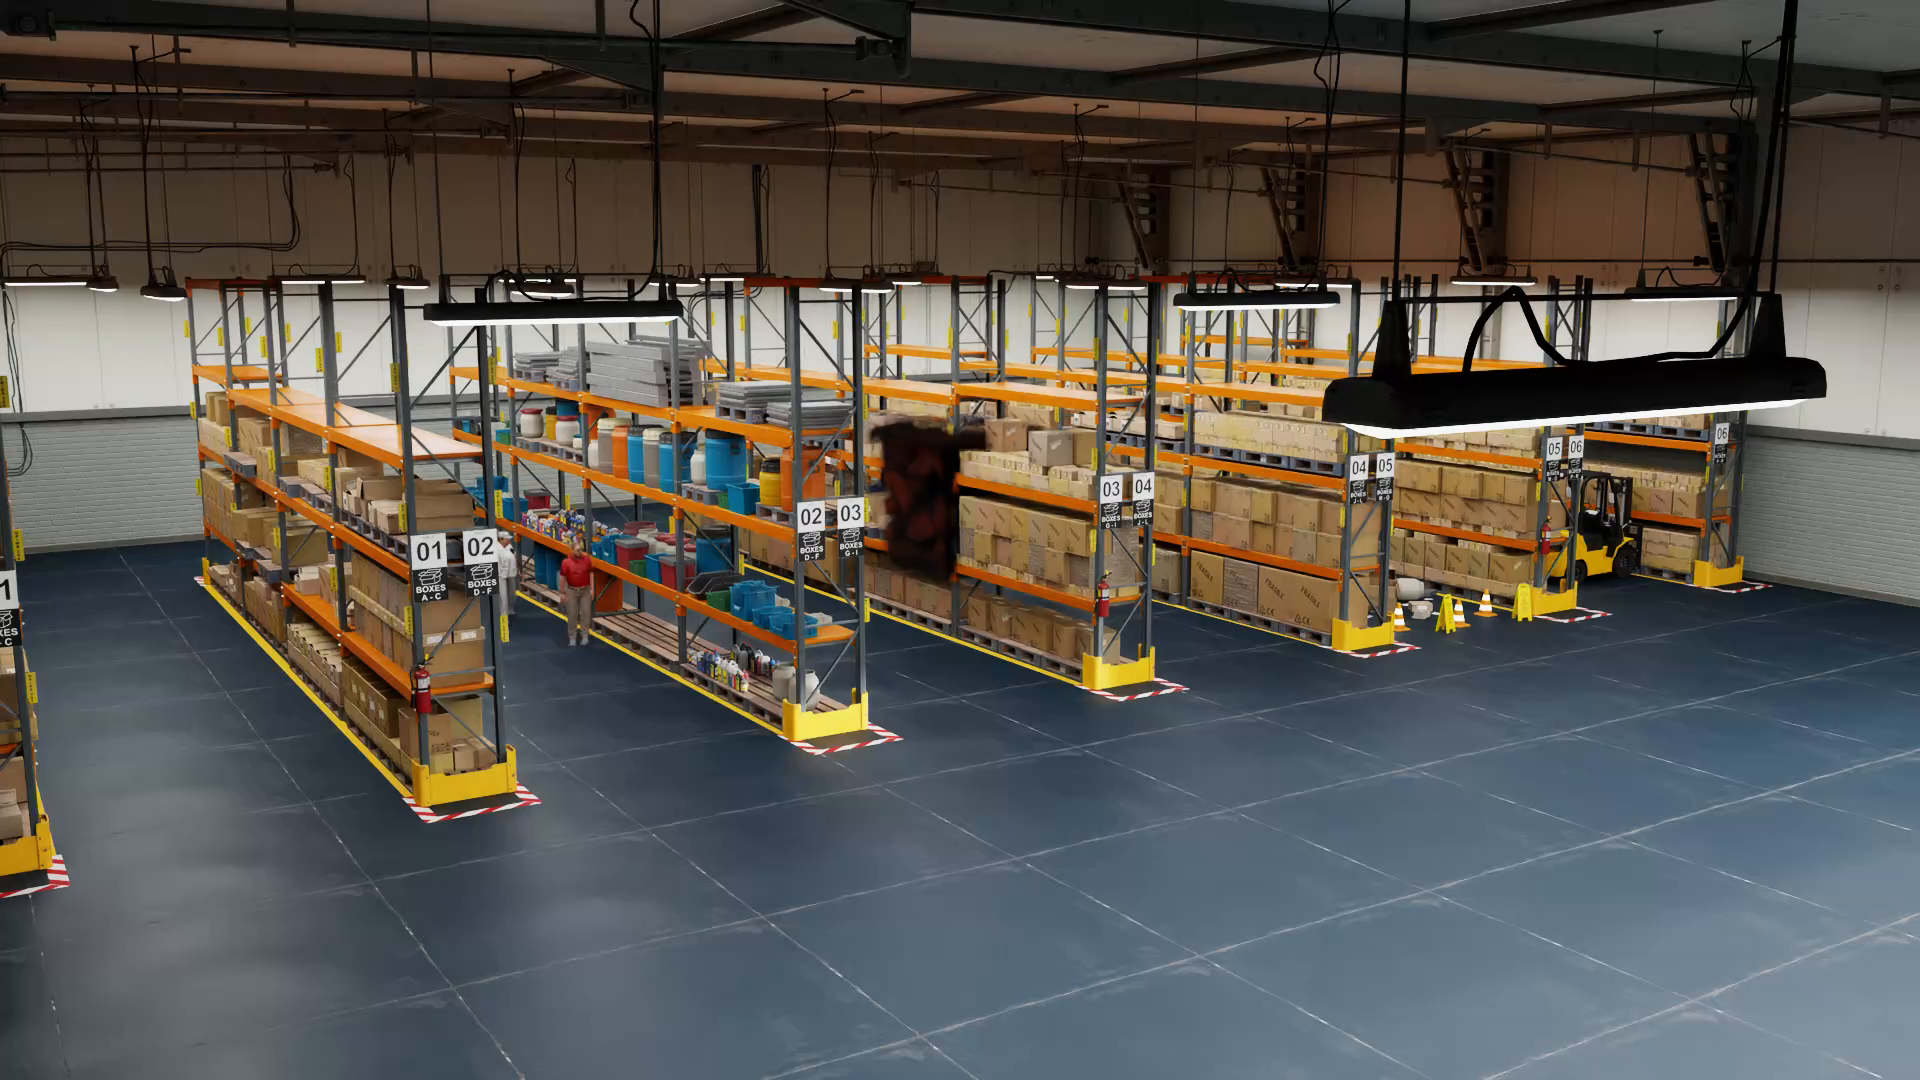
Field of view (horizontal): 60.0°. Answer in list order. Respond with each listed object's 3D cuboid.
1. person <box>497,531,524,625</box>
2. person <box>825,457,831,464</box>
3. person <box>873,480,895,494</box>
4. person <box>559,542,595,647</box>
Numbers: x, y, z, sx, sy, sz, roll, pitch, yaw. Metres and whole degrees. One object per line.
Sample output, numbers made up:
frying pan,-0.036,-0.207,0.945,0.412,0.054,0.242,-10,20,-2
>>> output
person,-8.017,0.636,29.337,0.575,1.618,0.970,-5,11,-28
person,-3.567,-1.565,42.112,0.625,1.736,1.145,-1,10,-8
person,-1.875,-1.440,42.042,0.975,1.494,0.563,-6,11,-31
person,-6.334,0.890,27.555,0.571,1.745,0.389,-5,11,-29
